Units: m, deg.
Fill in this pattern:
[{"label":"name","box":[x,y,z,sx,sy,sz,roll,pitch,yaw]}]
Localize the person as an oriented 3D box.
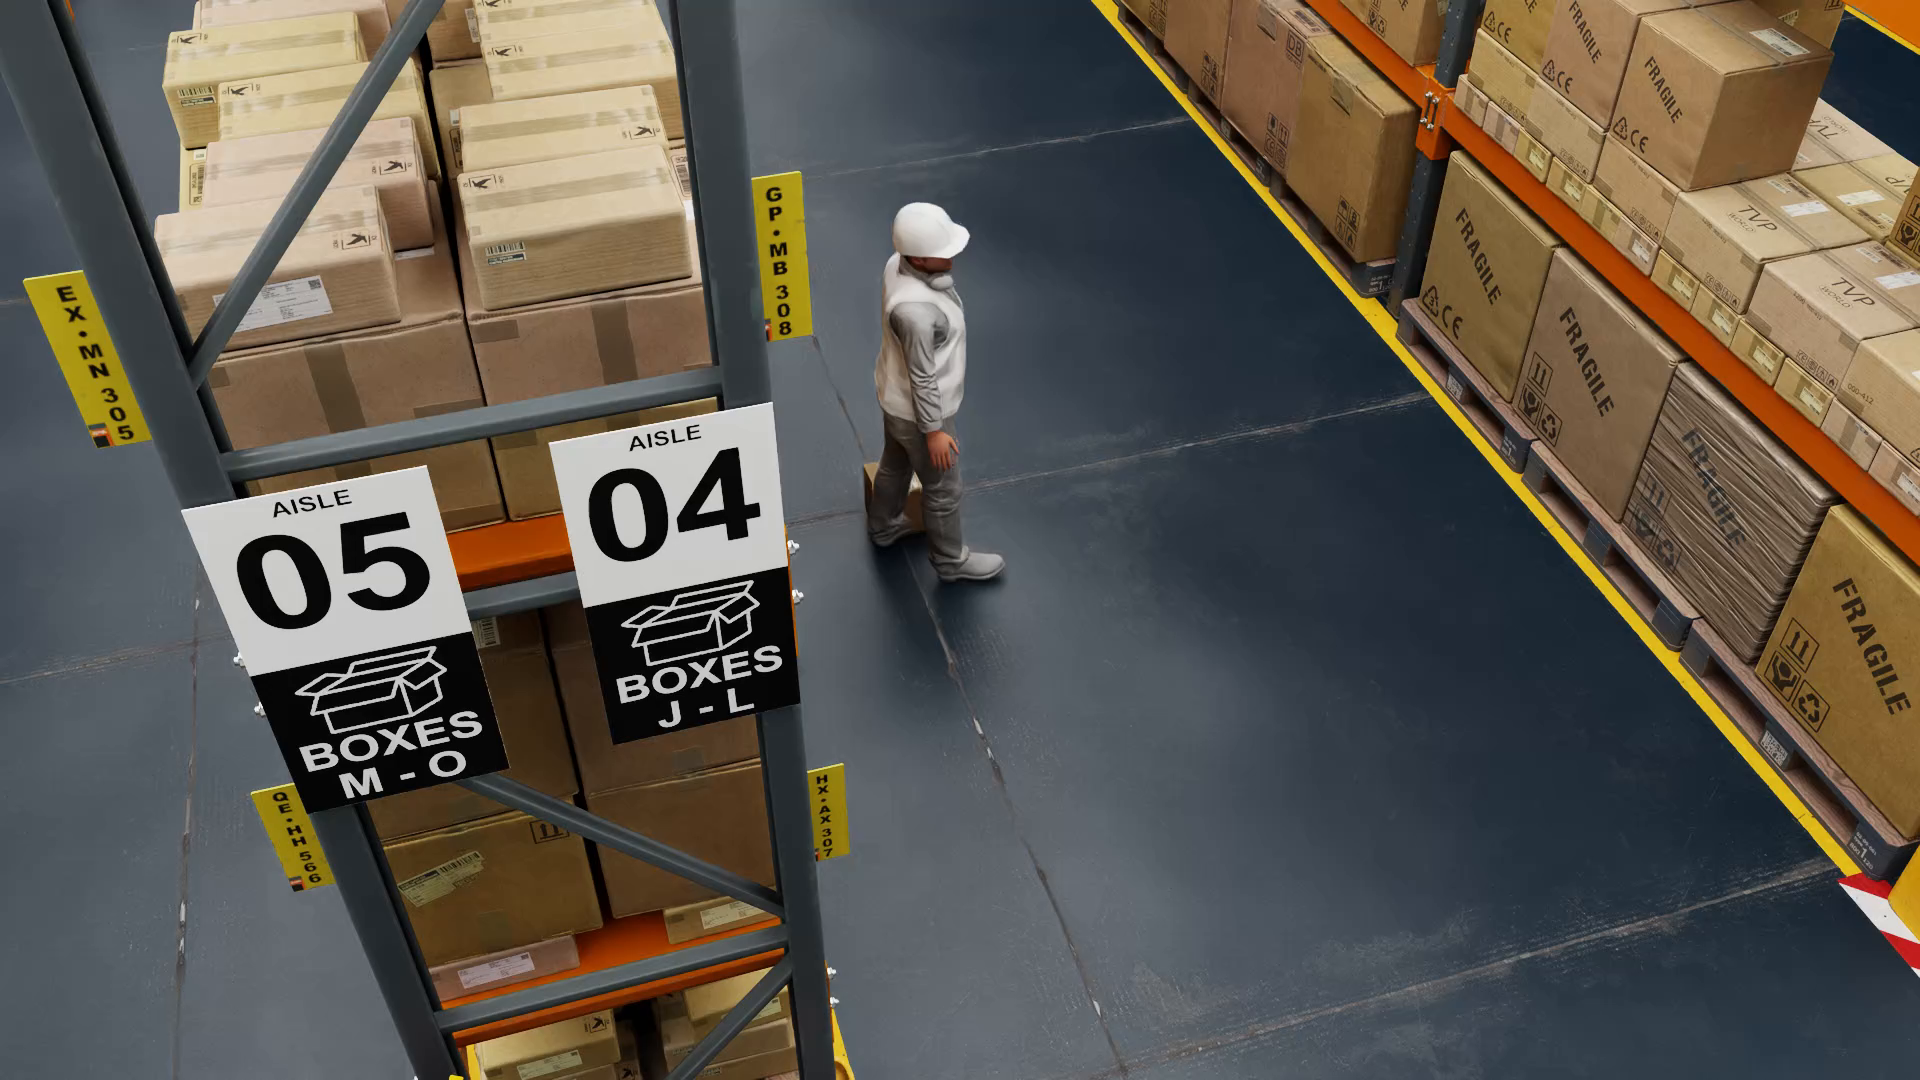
[{"label":"person","box":[-0.106,-0.583,6.752,0.574,1.770,0.632,-6,42,-6]}]
